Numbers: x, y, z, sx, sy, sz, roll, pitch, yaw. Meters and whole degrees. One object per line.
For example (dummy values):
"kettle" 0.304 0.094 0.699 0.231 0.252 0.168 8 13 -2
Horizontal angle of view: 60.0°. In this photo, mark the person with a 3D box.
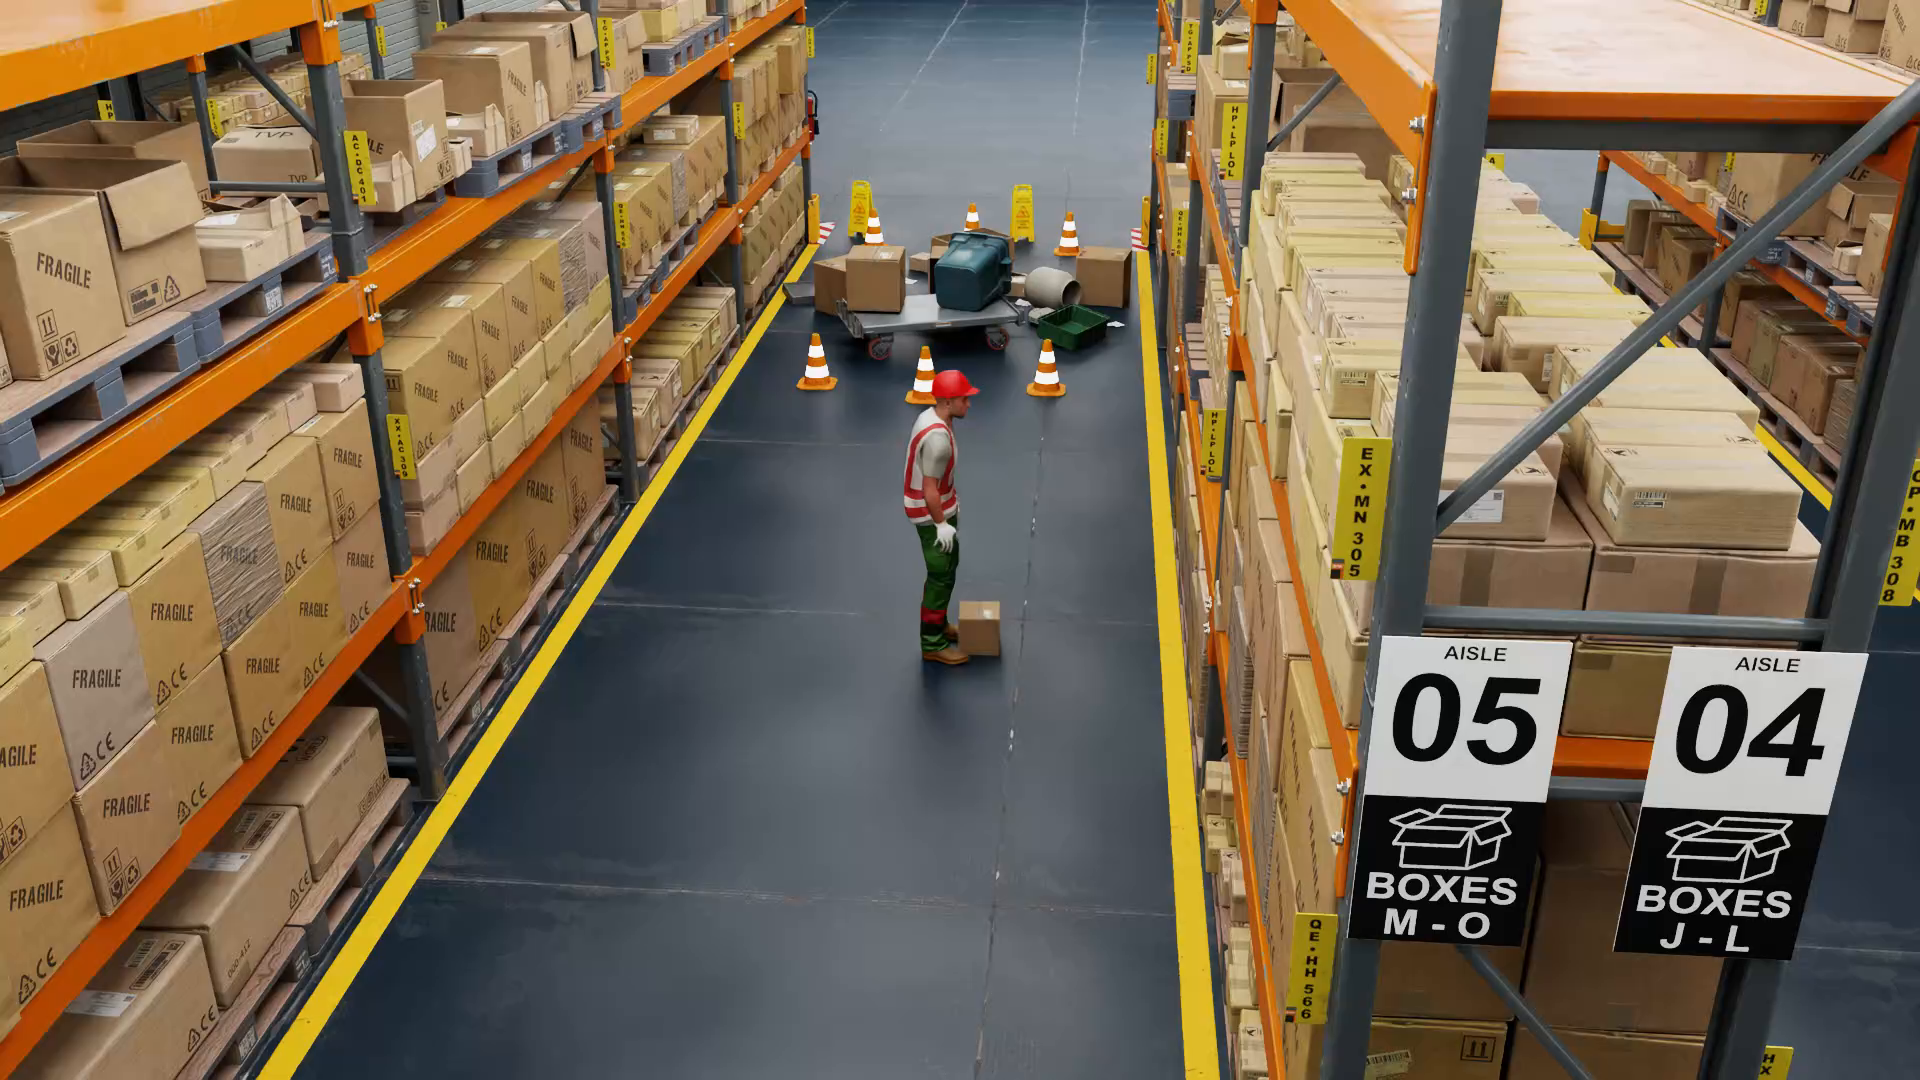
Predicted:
"person" -0.110 -0.155 9.929 0.446 1.779 0.589 1 24 2
